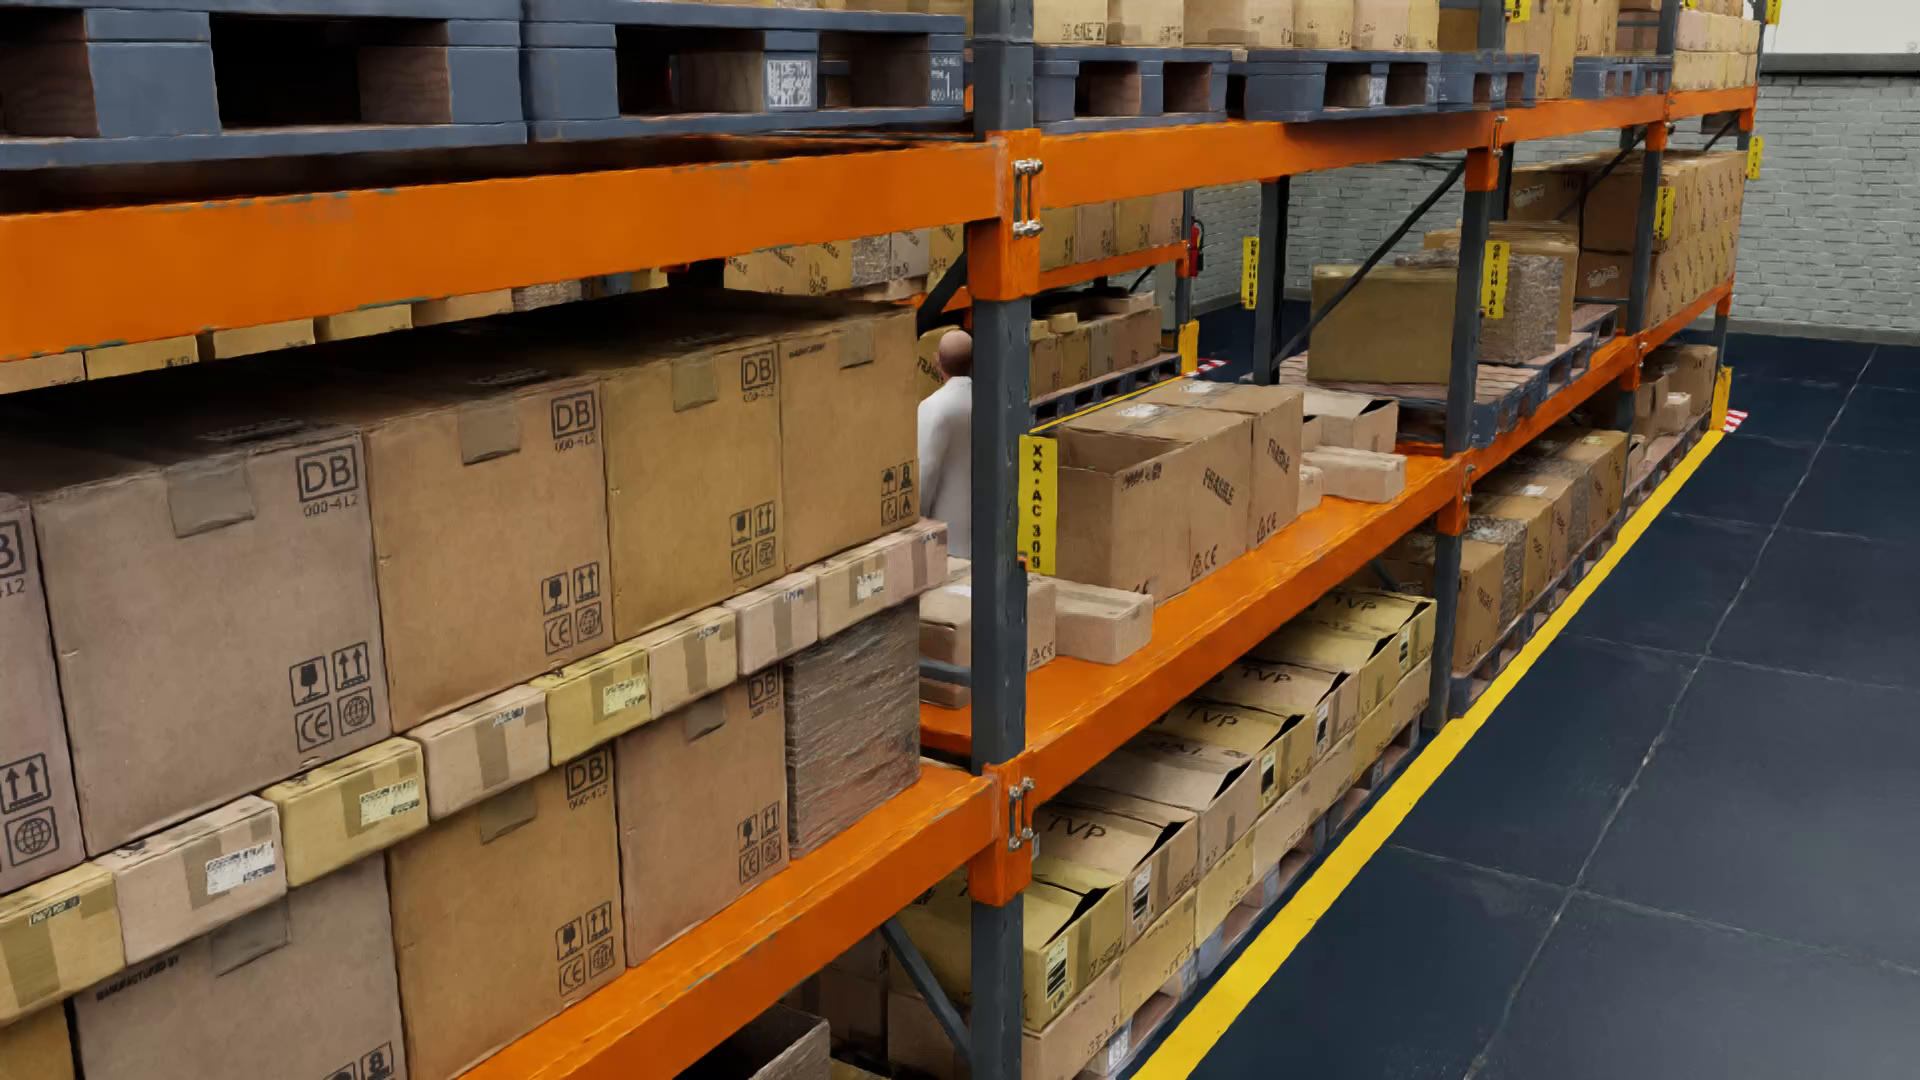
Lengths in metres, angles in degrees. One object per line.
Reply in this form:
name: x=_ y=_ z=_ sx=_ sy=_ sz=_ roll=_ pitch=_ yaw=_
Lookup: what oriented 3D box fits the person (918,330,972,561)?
person: x=-0.052 y=-0.083 z=7.831 sx=0.435 sy=1.830 sz=0.634 roll=14 pitch=21 yaw=41
